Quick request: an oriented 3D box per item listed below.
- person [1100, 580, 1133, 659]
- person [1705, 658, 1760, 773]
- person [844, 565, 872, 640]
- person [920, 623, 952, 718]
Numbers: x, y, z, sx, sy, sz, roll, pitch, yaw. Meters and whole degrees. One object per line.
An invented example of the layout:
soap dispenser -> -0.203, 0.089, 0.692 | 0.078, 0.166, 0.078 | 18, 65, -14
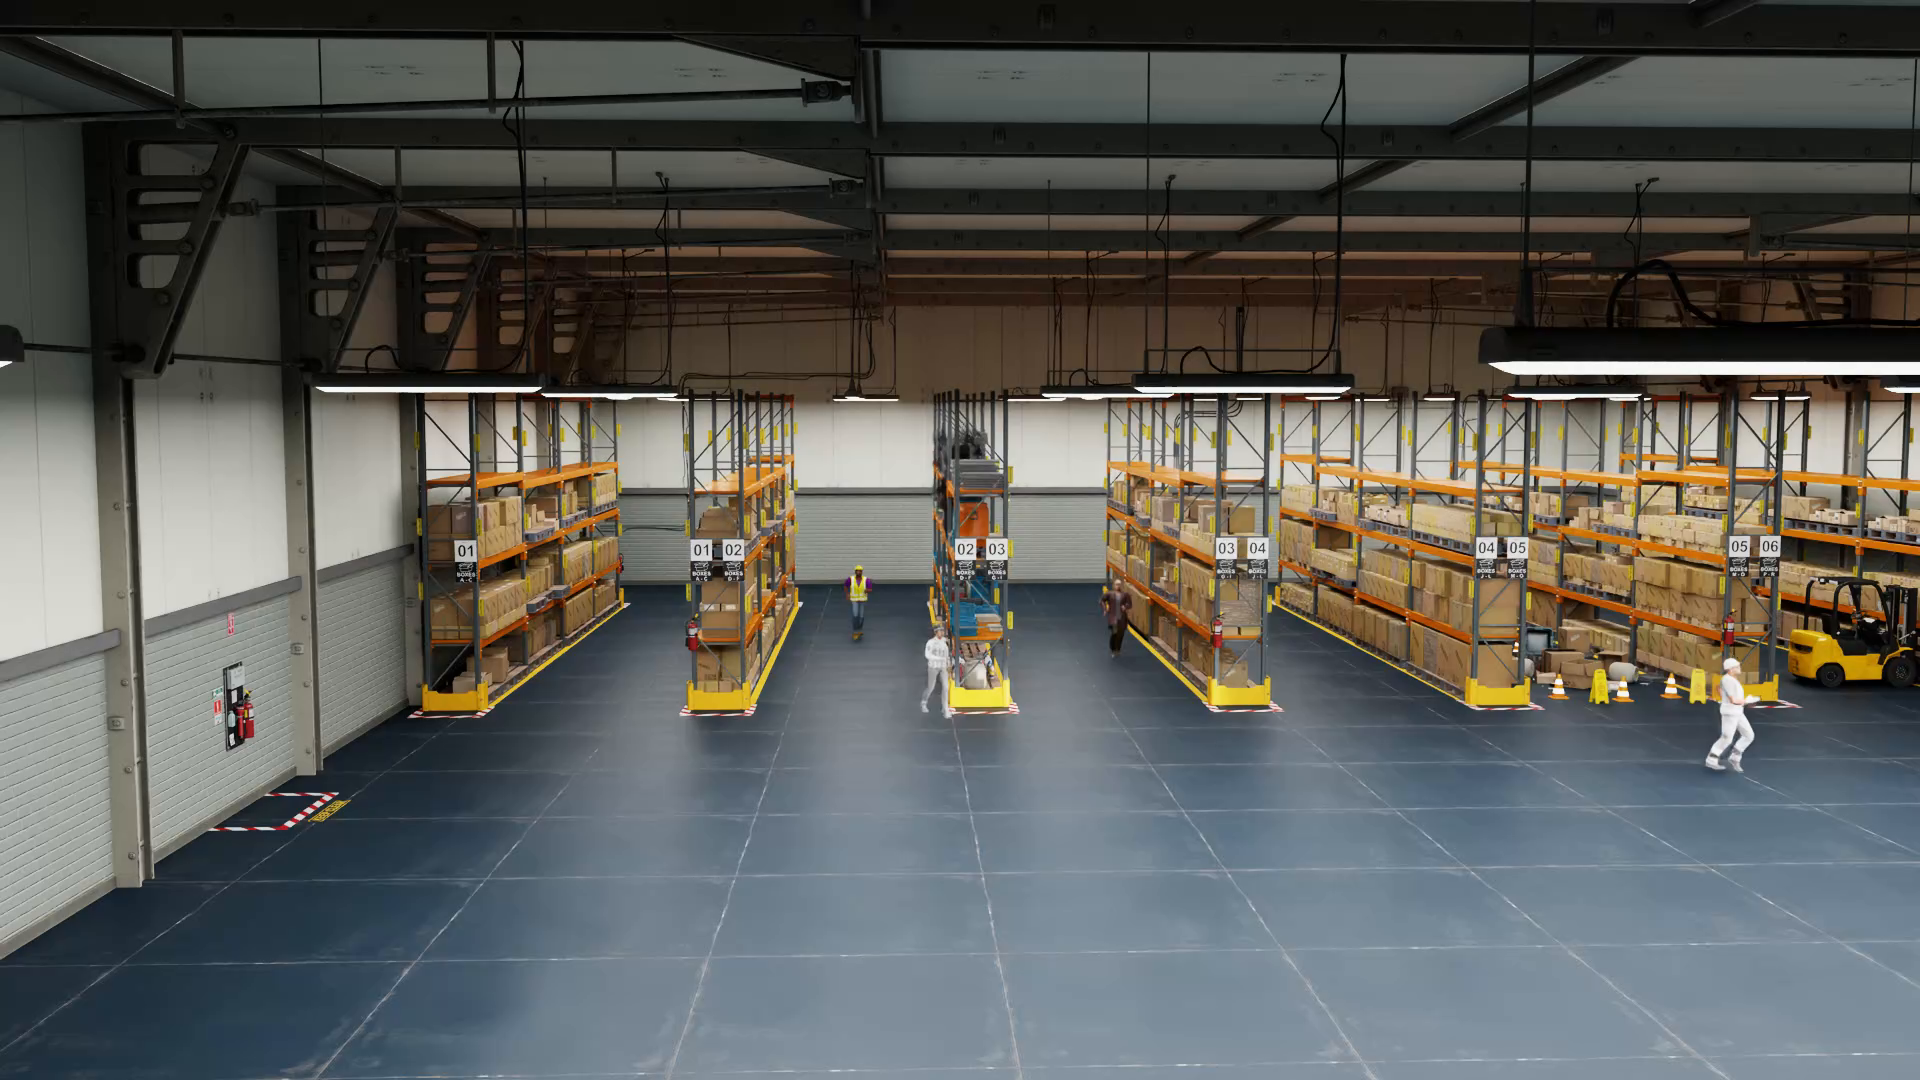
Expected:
person -> 3.547, 1.788, 37.459 | 0.683, 1.783, 0.748 | -1, 5, -6
person -> 11.977, 2.735, 25.751 | 0.734, 1.820, 0.645 | 3, 6, 35
person -> -2.482, 1.530, 40.720 | 0.682, 1.826, 0.702 | -1, 5, -9
person -> -0.417, 2.391, 30.587 | 0.632, 1.746, 0.752 | -3, 6, -36
